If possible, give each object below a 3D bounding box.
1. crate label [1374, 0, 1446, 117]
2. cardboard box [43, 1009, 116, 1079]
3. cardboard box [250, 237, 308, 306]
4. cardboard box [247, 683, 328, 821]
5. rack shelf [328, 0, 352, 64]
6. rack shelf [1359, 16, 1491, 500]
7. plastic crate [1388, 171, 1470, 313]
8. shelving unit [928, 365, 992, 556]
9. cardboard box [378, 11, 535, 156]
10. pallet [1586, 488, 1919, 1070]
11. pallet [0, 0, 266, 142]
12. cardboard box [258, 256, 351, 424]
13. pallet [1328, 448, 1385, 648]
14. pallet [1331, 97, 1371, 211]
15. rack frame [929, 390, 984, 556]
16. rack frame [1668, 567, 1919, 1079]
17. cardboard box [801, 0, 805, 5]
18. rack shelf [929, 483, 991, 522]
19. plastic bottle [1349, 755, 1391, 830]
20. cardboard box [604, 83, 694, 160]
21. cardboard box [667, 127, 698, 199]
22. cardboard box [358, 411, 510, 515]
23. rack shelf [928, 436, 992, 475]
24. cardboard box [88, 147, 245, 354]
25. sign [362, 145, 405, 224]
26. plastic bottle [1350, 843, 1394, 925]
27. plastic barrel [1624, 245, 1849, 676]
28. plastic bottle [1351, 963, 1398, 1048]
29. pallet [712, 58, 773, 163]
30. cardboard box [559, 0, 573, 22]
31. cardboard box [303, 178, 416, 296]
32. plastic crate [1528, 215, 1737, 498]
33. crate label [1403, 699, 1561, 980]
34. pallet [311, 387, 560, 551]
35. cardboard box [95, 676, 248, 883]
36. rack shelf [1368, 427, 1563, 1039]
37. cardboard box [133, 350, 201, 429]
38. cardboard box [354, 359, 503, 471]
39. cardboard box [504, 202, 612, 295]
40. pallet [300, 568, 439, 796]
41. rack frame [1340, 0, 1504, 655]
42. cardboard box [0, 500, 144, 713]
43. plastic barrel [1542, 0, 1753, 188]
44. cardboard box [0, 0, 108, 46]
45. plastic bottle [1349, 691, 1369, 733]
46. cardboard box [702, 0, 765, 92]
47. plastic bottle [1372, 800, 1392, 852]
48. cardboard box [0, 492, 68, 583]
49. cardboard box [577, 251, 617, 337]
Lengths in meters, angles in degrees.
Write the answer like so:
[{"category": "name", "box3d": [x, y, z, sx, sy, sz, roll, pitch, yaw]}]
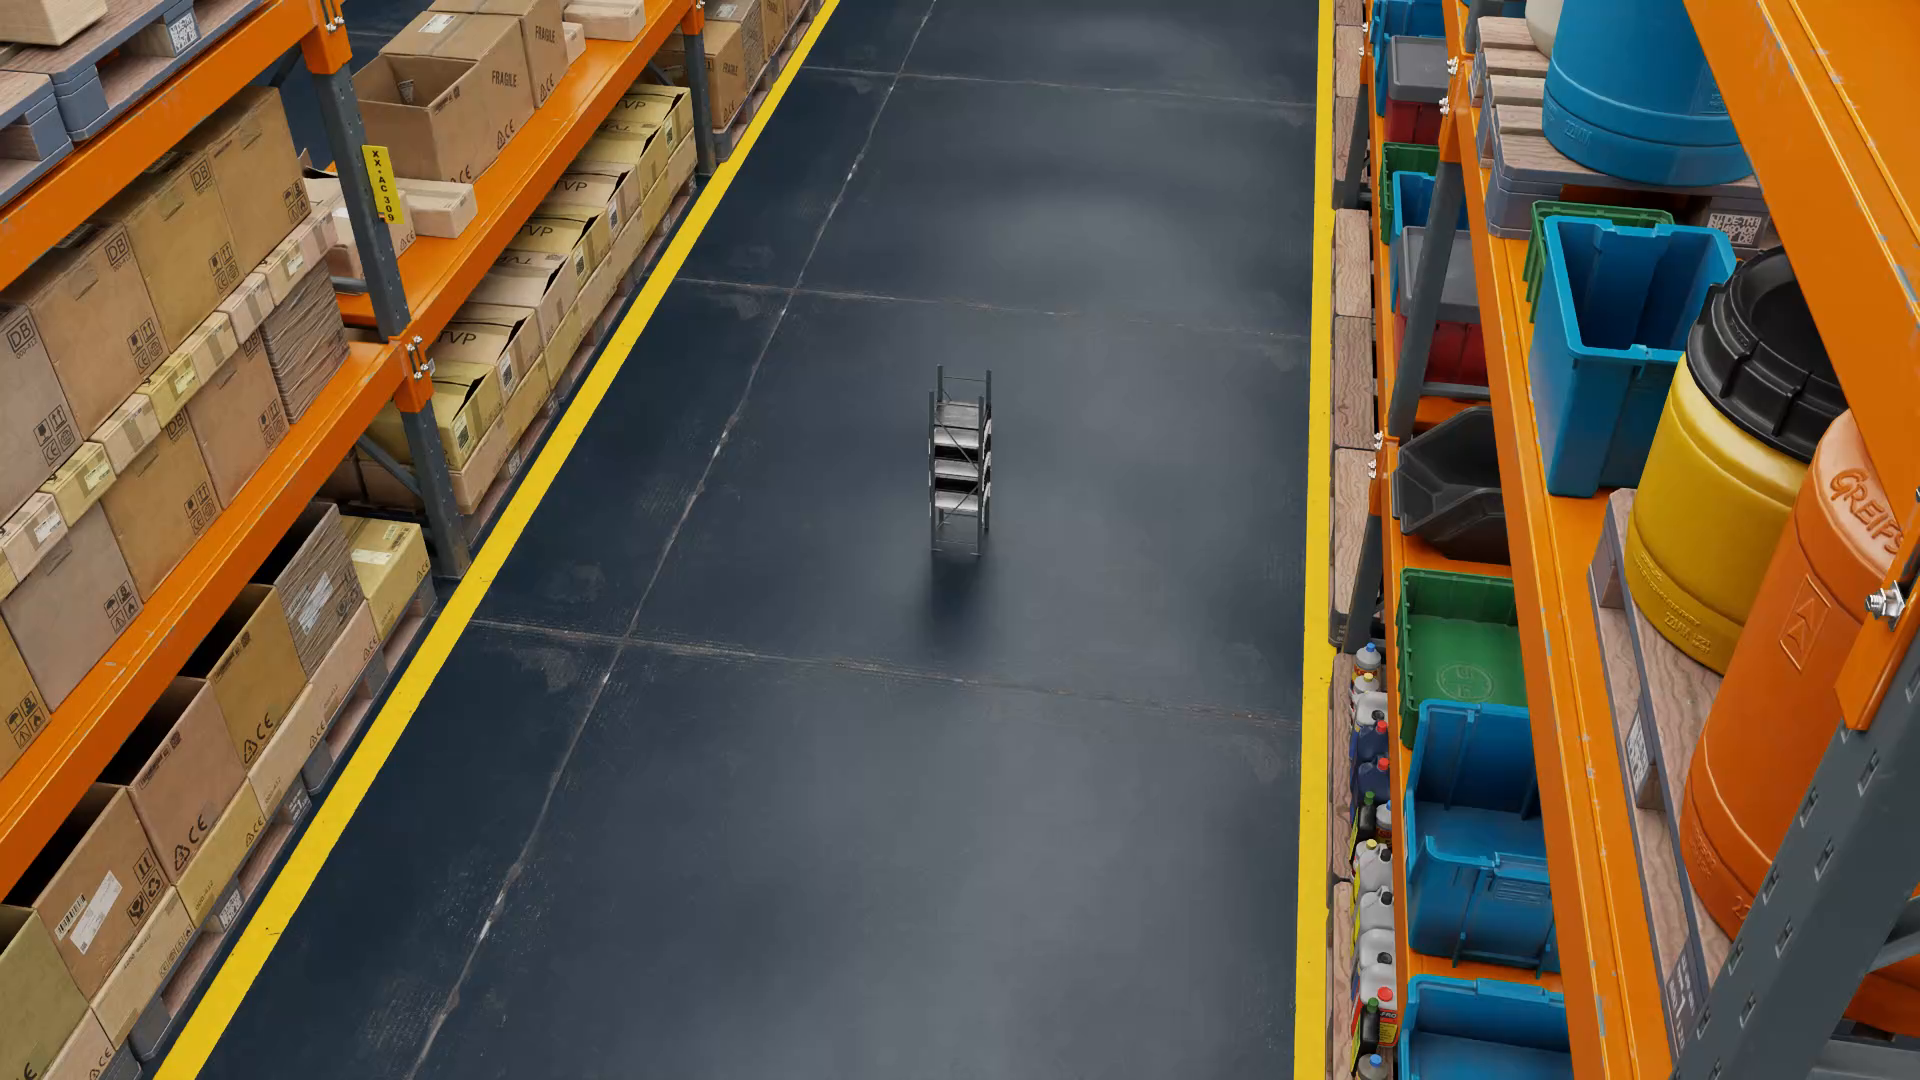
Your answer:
[{"category": "crate label", "box3d": [2.365, -2.443, 8.420, 0.502, 0.435, 0.616, 6, 40, 8]}, {"category": "cardboard box", "box3d": [-3.064, 1.721, 5.240, 0.500, 0.250, 0.500, 6, 40, 8]}, {"category": "cardboard box", "box3d": [-2.647, -1.001, 6.116, 0.380, 0.149, 0.250, 6, 40, 7]}, {"category": "cardboard box", "box3d": [-2.800, 0.780, 6.378, 0.500, 0.250, 0.500, 6, 40, 8]}, {"category": "rack shelf", "box3d": [-2.420, -3.195, 7.568, 1.077, 0.370, 4.000, 6, 40, 8]}, {"category": "rack shelf", "box3d": [2.458, -1.491, 7.861, 1.077, 0.370, 4.000, 6, 40, 8]}, {"category": "plastic crate", "box3d": [1.996, -1.233, 6.997, 0.392, 0.384, 0.575, 6, 40, 8]}, {"category": "shelving unit", "box3d": [0.001, -0.352, 7.566, 0.258, 0.900, 0.210, 6, 40, 8]}, {"category": "cardboard box", "box3d": [-2.440, -2.225, 8.106, 0.500, 0.500, 0.500, 6, 40, 8]}, {"category": "pallet", "box3d": [1.659, 0.406, 2.796, 1.003, 0.211, 1.213, 6, 40, 8]}, {"category": "pallet", "box3d": [-2.889, -1.645, 5.198, 1.003, 0.211, 1.213, 6, 40, 8]}, {"category": "cardboard box", "box3d": [-2.837, -0.821, 6.407, 0.700, 0.500, 0.500, 5, 40, 7]}, {"category": "pallet", "box3d": [2.209, 0.065, 7.603, 1.003, 0.211, 1.213, 6, 40, 8]}, {"category": "pallet", "box3d": [2.899, -2.448, 10.642, 1.003, 0.211, 1.213, 6, 40, 8]}, {"category": "rack frame", "box3d": [-0.016, -0.288, 7.489, 0.240, 0.900, 0.006, 6, 40, 8]}, {"category": "rack frame", "box3d": [1.423, -0.314, 1.165, 0.949, 2.616, 0.053, 6, 40, 8]}, {"category": "cardboard box", "box3d": [-1.366, -4.323, 12.338, 0.500, 0.500, 0.500, 7, 40, 8]}, {"category": "rack shelf", "box3d": [0.001, -0.187, 7.702, 0.258, 0.077, 0.200, 6, 40, 8]}, {"category": "plastic bottle", "box3d": [1.530, 0.918, 6.116, 0.144, 0.351, 0.185, 5, 40, 6]}, {"category": "cardboard box", "box3d": [-1.922, -2.534, 9.946, 0.500, 0.311, 0.500, 7, 40, 9]}, {"category": "cardboard box", "box3d": [-1.925, -2.317, 10.123, 0.500, 0.250, 0.500, 7, 40, 9]}, {"category": "cardboard box", "box3d": [-2.453, -0.389, 7.792, 0.500, 0.250, 0.500, 5, 40, 7]}, {"category": "rack shelf", "box3d": [0.001, -0.396, 7.530, 0.258, 0.077, 0.200, 6, 40, 8]}, {"category": "cardboard box", "box3d": [-2.923, -1.004, 5.610, 0.700, 0.500, 0.500, 6, 40, 8]}, {"category": "sign", "box3d": [-2.220, -1.365, 6.403, 0.100, 0.325, 0.005, 6, 40, 8]}, {"category": "plastic bottle", "box3d": [1.457, 1.184, 5.794, 0.144, 0.351, 0.185, 6, 40, 7]}, {"category": "plastic barrel", "box3d": [1.491, -0.123, 2.810, 0.600, 0.588, 0.600, 0, 40, 0]}, {"category": "plastic bottle", "box3d": [1.376, 1.521, 5.445, 0.152, 0.276, 0.135, 7, 40, 8]}, {"category": "pallet", "box3d": [-1.908, -2.961, 11.263, 1.003, 0.211, 1.213, 6, 40, 8]}, {"category": "cardboard box", "box3d": [-2.420, -2.998, 9.188, 0.500, 0.311, 0.500, 6, 40, 7]}, {"category": "cardboard box", "box3d": [-2.724, -1.317, 7.204, 0.500, 0.250, 0.500, 9, 40, 10]}, {"category": "plastic crate", "box3d": [1.453, -0.382, 3.614, 0.392, 0.384, 0.575, 6, 40, 8]}, {"category": "crate label", "box3d": [1.471, 0.799, 4.499, 0.502, 0.435, 0.616, 6, 40, 8]}, {"category": "pallet", "box3d": [-2.677, -0.454, 8.230, 1.003, 0.211, 1.213, 6, 40, 8]}, {"category": "cardboard box", "box3d": [-2.885, 0.805, 5.759, 0.500, 0.500, 0.500, 6, 40, 8]}, {"category": "rack shelf", "box3d": [1.765, 1.019, 4.824, 1.077, 0.370, 4.000, 6, 40, 8]}, {"category": "cardboard box", "box3d": [-2.780, -0.517, 5.531, 0.380, 0.149, 0.250, 6, 40, 7]}, {"category": "cardboard box", "box3d": [-2.450, -0.612, 7.621, 0.500, 0.311, 0.500, 7, 40, 8]}, {"category": "cardboard box", "box3d": [-2.185, -1.577, 8.788, 0.500, 0.311, 0.500, 7, 40, 9]}, {"category": "pallet", "box3d": [-2.945, 0.508, 7.067, 1.003, 0.211, 1.213, 6, 40, 8]}, {"category": "rack frame", "box3d": [2.111, -0.513, 6.113, 1.000, 3.000, 0.127, 6, 40, 8]}, {"category": "cardboard box", "box3d": [-3.100, 0.147, 5.237, 0.700, 0.500, 0.500, 8, 40, 9]}, {"category": "plastic barrel", "box3d": [1.834, -1.411, 4.123, 0.600, 0.901, 0.708, 6, 40, 8]}, {"category": "cardboard box", "box3d": [-2.706, -1.549, 4.770, 0.380, 0.149, 0.250, 6, 40, 8]}, {"category": "plastic bottle", "box3d": [1.589, 0.675, 6.527, 0.097, 0.201, 0.097, 0, 40, 0]}, {"category": "cardboard box", "box3d": [-1.629, -3.361, 11.175, 0.500, 0.500, 0.500, 5, 40, 6]}, {"category": "plastic bottle", "box3d": [1.542, 1.045, 6.025, 0.097, 0.271, 0.097, 0, 40, 0]}, {"category": "cardboard box", "box3d": [-2.912, -0.027, 4.938, 0.380, 0.149, 0.250, 7, 40, 8]}, {"category": "cardboard box", "box3d": [-2.187, -1.355, 8.960, 0.500, 0.250, 0.500, 7, 40, 9]}]
